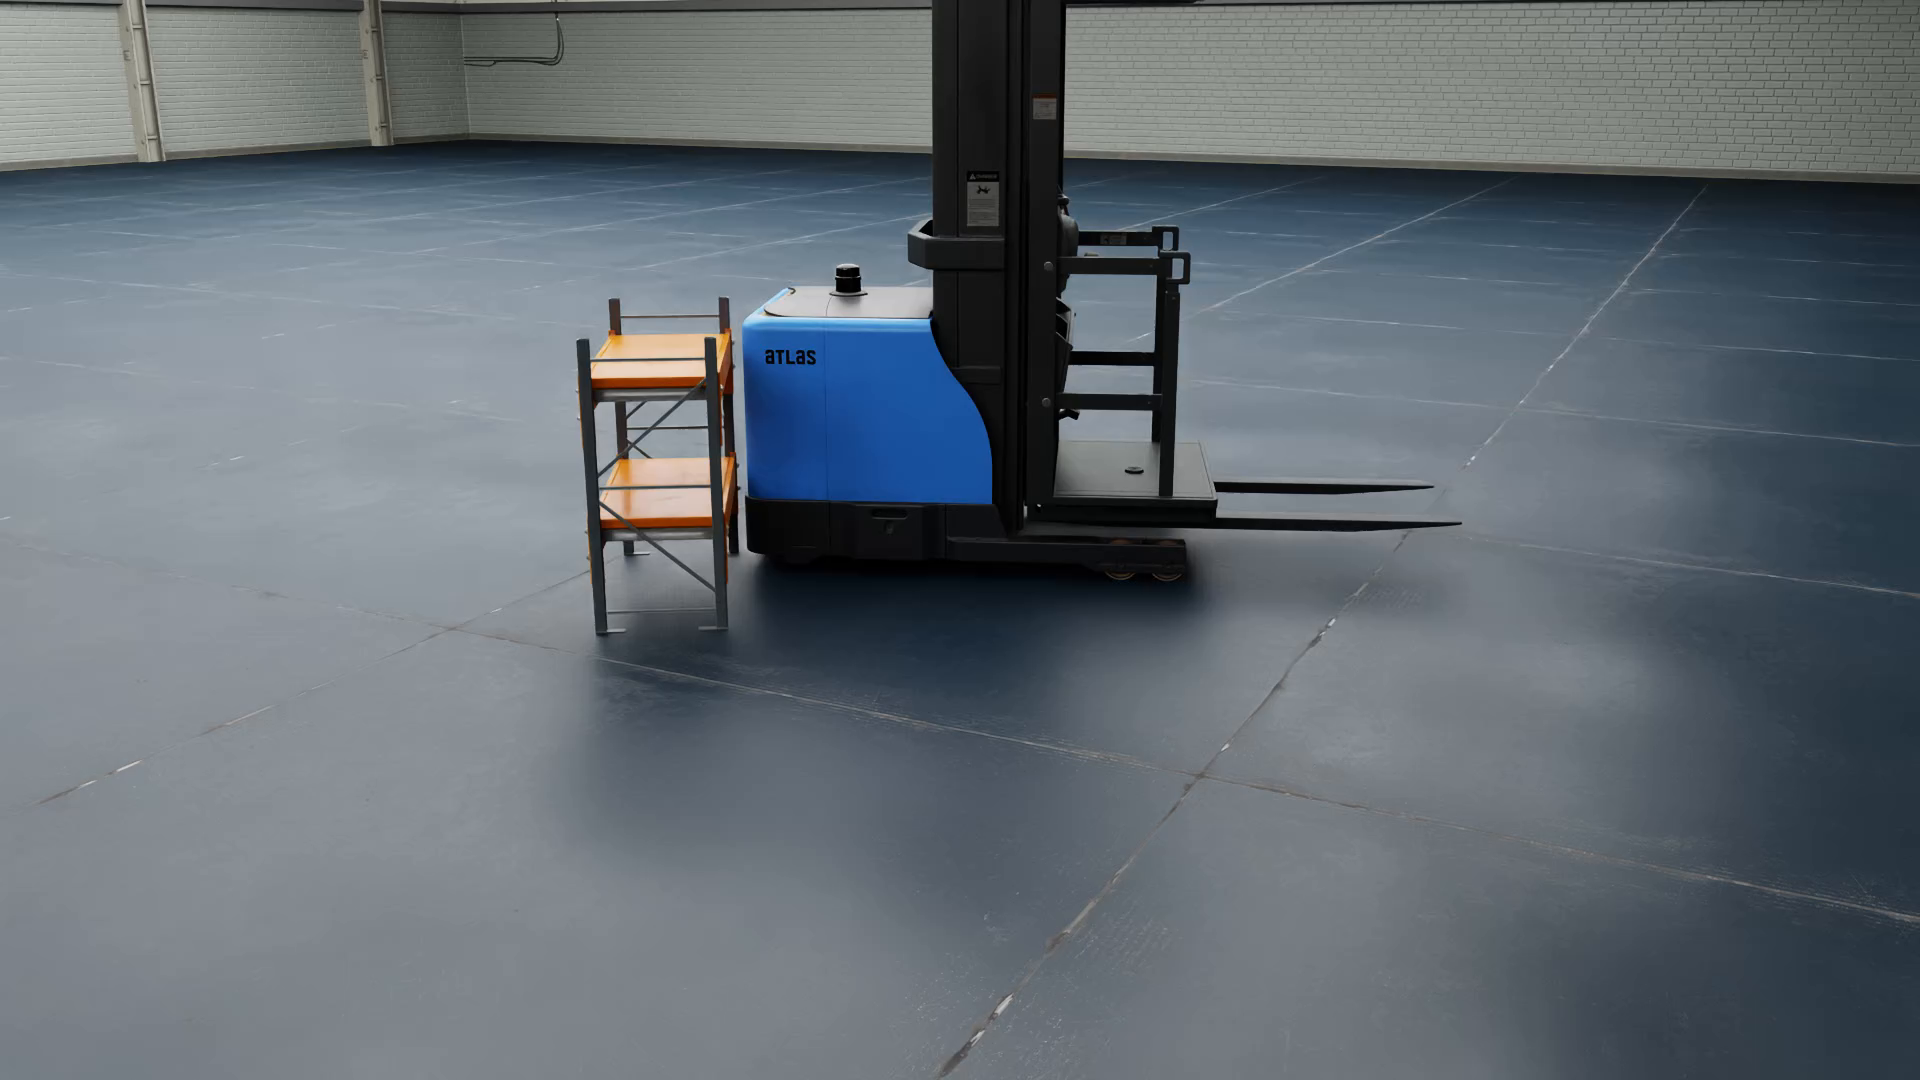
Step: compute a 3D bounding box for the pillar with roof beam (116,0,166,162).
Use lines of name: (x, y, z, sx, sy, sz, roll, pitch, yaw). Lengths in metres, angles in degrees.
pillar with roof beam: (-11.807, -11.102, 29.097, 9.100, 9.000, 0.400, 8, 18, 25)

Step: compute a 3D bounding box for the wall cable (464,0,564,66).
wall cable: (-10.478, -12.271, 38.489, 3.097, 2.526, 0.112, 8, 18, 25)

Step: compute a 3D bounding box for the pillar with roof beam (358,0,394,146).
pillar with roof beam: (-9.126, -12.630, 34.243, 9.100, 9.000, 0.400, 8, 18, 25)

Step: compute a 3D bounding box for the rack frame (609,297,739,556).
rack frame: (-1.227, -0.482, 7.170, 0.500, 1.125, 0.032, -1, 17, -5)

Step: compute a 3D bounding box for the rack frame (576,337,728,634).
rack frame: (-1.139, -0.193, 6.199, 0.500, 1.125, 0.032, -1, 17, -5)

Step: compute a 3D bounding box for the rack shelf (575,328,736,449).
rack shelf: (-1.183, -0.618, 6.601, 0.538, 0.278, 1.000, -1, 17, -5)

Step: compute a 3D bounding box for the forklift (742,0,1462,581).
forklift: (0.626, -1.391, 7.059, 3.031, 2.935, 1.130, 1, 17, 4)

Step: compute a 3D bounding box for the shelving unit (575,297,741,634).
shelving unit: (-1.183, -0.337, 6.685, 0.538, 1.125, 1.048, -1, 17, -5)

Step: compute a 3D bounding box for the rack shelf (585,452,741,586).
rack shelf: (-1.183, -0.103, 6.754, 0.538, 0.278, 1.000, -1, 17, -5)
